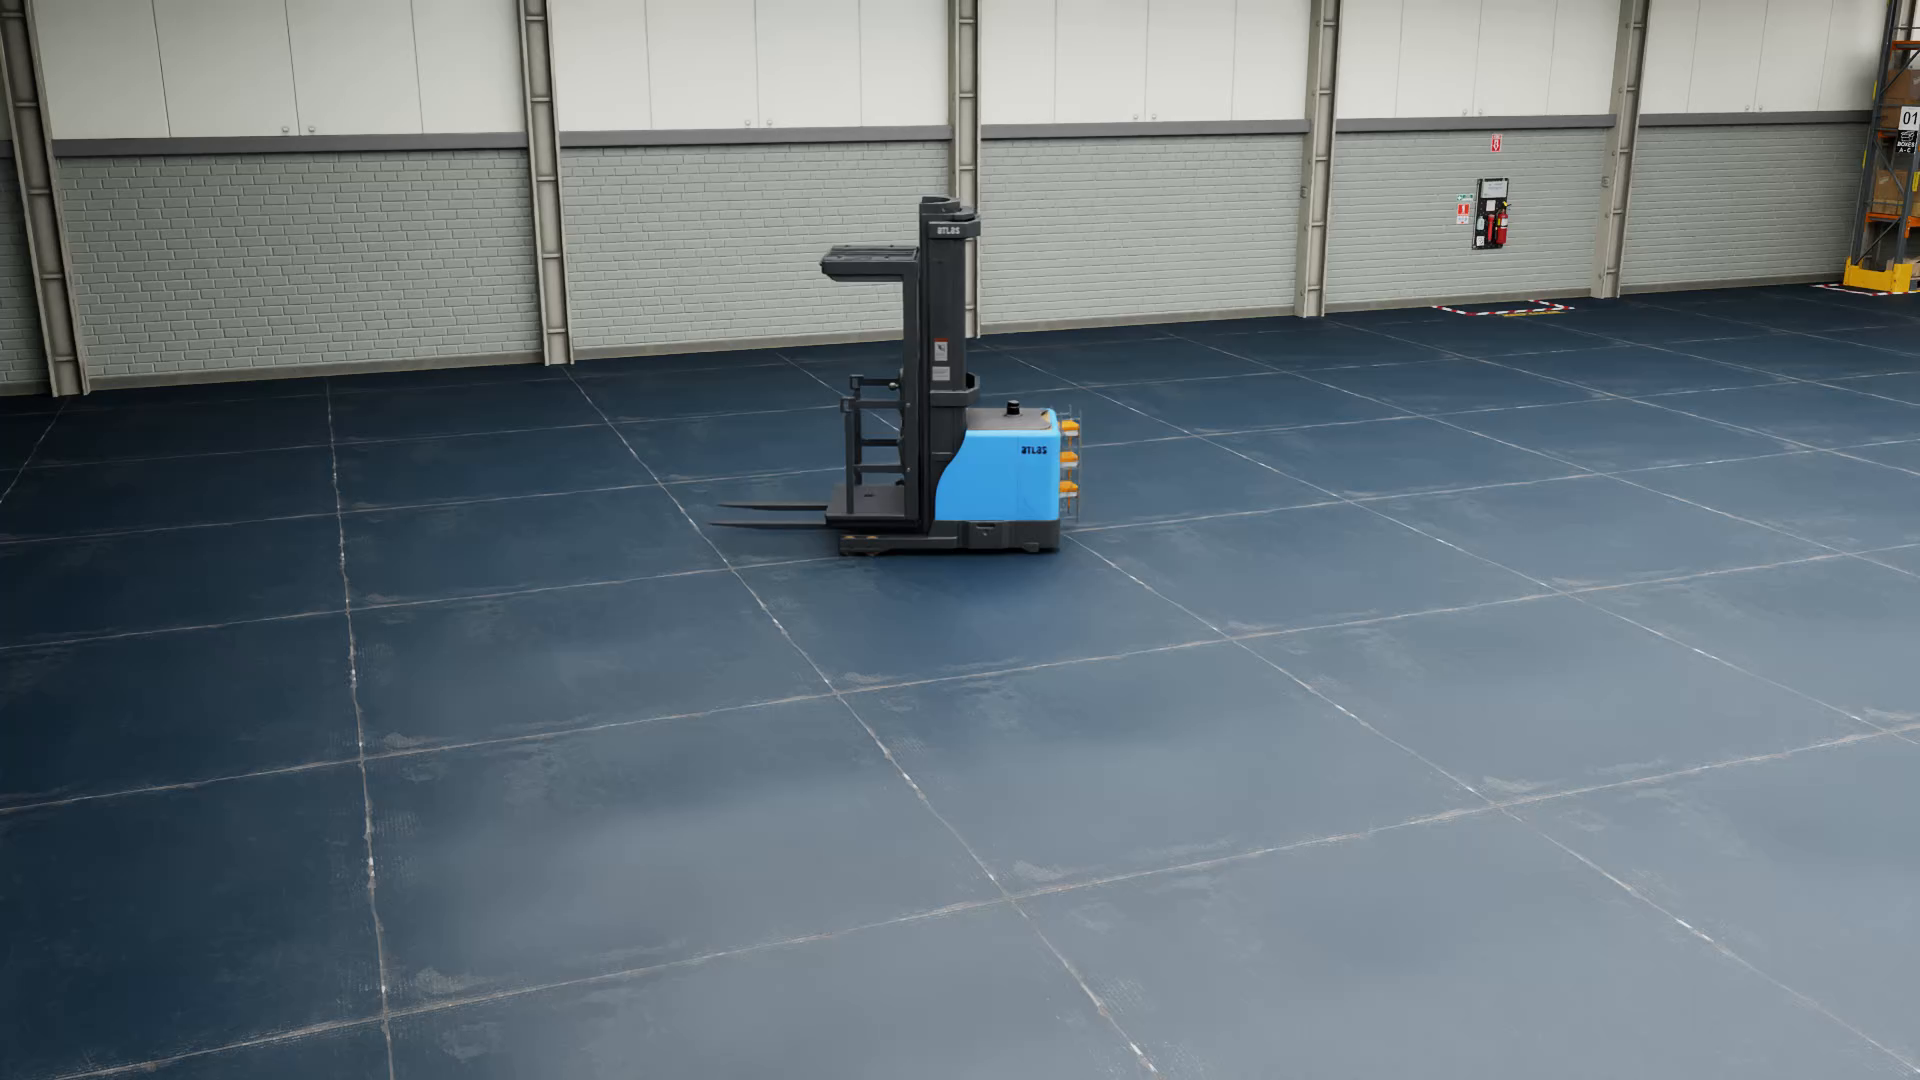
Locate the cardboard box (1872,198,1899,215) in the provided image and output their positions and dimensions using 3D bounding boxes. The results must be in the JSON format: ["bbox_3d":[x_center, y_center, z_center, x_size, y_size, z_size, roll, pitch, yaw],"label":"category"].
[{"bbox_3d":[16.897,-6.038,30.066,0.500,0.250,0.500,-6,17,-19],"label":"cardboard box"}]

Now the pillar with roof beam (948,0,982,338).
[{"bbox_3d":[1.606,-6.231,19.847,0.400,9.000,9.100,-6,17,-20],"label":"pillar with roof beam"}]

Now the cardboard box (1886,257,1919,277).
[{"bbox_3d":[17.208,-4.969,30.188,0.500,0.311,0.500,-8,18,-26],"label":"cardboard box"}]

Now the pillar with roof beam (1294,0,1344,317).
[{"bbox_3d":[7.209,-6.836,21.907,0.400,9.000,9.100,-6,17,-20],"label":"pillar with roof beam"}]

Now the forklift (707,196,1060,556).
[{"bbox_3d":[-0.657,-1.423,14.242,3.031,2.935,1.130,0,16,1],"label":"forklift"}]

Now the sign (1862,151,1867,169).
[{"bbox_3d":[16.350,-6.857,30.010,0.005,0.325,0.100,-6,17,-20],"label":"sign"}]

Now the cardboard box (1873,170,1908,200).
[{"bbox_3d":[16.894,-6.403,29.979,0.500,0.500,0.500,-6,18,-21],"label":"cardboard box"}]

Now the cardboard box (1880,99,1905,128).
[{"bbox_3d":[16.829,-7.608,29.644,0.500,0.500,0.500,-5,17,-16],"label":"cardboard box"}]

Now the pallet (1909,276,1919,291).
[{"bbox_3d":[17.372,-4.744,30.380,1.213,0.211,1.003,-6,17,-20],"label":"pallet"}]

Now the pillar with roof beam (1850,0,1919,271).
[{"bbox_3d":[18.415,-8.046,26.027,0.400,9.000,9.100,-6,17,-20],"label":"pillar with roof beam"}]

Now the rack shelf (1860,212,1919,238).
[{"bbox_3d":[18.398,-5.859,30.502,4.000,0.370,1.077,-6,17,-20],"label":"rack shelf"}]

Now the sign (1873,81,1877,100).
[{"bbox_3d":[16.350,-8.014,29.671,0.005,0.325,0.100,-6,17,-20],"label":"sign"}]

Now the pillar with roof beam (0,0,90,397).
[{"bbox_3d":[-9.599,-5.021,15.727,0.400,9.000,9.100,-6,17,-20],"label":"pillar with roof beam"}]

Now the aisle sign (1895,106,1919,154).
[{"bbox_3d":[16.570,-7.163,29.054,0.004,0.787,0.394,-6,17,-20],"label":"aisle sign"}]

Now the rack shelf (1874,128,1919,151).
[{"bbox_3d":[18.398,-7.298,30.079,4.000,0.370,1.077,-6,17,-20],"label":"rack shelf"}]

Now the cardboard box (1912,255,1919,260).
[{"bbox_3d":[17.741,-5.027,30.383,0.500,0.311,0.500,-5,17,-15],"label":"cardboard box"}]

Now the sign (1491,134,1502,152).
[{"bbox_3d":[8.907,-6.594,27.615,0.199,0.298,0.001,-6,17,-20],"label":"sign"}]

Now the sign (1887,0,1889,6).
[{"bbox_3d":[16.350,-9.553,29.219,0.005,0.325,0.100,-6,17,-20],"label":"sign"}]

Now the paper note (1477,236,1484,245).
[{"bbox_3d":[8.760,-5.034,27.980,0.142,0.148,0.016,-6,17,-20],"label":"paper note"}]

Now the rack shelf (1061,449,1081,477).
[{"bbox_3d":[0.946,-0.661,15.023,0.215,0.259,0.240,-5,17,-17],"label":"rack shelf"}]

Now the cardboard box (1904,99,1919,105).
[{"bbox_3d":[16.932,-7.467,29.165,0.500,0.500,0.500,-6,17,-19],"label":"cardboard box"}]

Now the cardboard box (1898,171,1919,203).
[{"bbox_3d":[17.083,-6.269,29.521,0.500,0.500,0.500,-6,17,-20],"label":"cardboard box"}]

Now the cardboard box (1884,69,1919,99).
[{"bbox_3d":[16.839,-8.091,29.516,0.500,0.500,0.500,-5,17,-18],"label":"cardboard box"}]

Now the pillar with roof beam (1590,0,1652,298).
[{"bbox_3d":[12.812,-7.441,23.967,0.400,9.000,9.100,-6,17,-20],"label":"pillar with roof beam"}]

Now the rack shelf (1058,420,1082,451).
[{"bbox_3d":[0.946,-0.933,14.943,0.215,0.259,0.240,-5,17,-17],"label":"rack shelf"}]

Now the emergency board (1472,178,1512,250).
[{"bbox_3d":[8.950,-5.456,27.855,0.643,1.169,0.194,-6,17,-20],"label":"emergency board"}]

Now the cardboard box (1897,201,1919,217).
[{"bbox_3d":[17.099,-5.905,29.615,0.500,0.250,0.500,-7,18,-22],"label":"cardboard box"}]

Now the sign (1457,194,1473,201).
[{"bbox_3d":[8.404,-5.697,27.671,0.331,0.109,0.001,-6,17,-20],"label":"sign"}]

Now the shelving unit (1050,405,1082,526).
[{"bbox_3d":[0.946,-0.671,15.020,0.215,1.050,0.252,-5,17,-17],"label":"shelving unit"}]

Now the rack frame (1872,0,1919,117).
[{"bbox_3d":[16.530,-8.881,28.868,0.127,3.000,1.000,-6,17,-20],"label":"rack frame"}]

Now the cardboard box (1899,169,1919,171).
[{"bbox_3d":[17.368,-6.451,30.143,0.500,0.500,0.500,-6,17,-19],"label":"cardboard box"}]

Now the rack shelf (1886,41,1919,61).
[{"bbox_3d":[18.398,-8.735,29.657,4.000,0.370,1.077,-6,17,-20],"label":"rack shelf"}]

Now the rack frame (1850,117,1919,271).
[{"bbox_3d":[16.530,-6.002,29.714,0.127,3.000,1.000,-6,17,-20],"label":"rack frame"}]

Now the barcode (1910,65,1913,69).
[{"bbox_3d":[17.014,-8.460,29.743,0.075,0.075,0.001,-6,17,-20],"label":"barcode"}]

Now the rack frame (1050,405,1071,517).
[{"bbox_3d":[0.909,-0.704,15.132,0.200,1.050,0.008,-5,17,-17],"label":"rack frame"}]

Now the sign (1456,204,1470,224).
[{"bbox_3d":[8.397,-5.445,27.752,0.234,0.329,0.001,-6,17,-20],"label":"sign"}]

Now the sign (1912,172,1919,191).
[{"bbox_3d":[16.724,-6.275,29.106,0.005,0.325,0.100,-6,17,-20],"label":"sign"}]

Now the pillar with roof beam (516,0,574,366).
[{"bbox_3d":[-3.996,-5.626,17.787,0.400,9.000,9.100,-6,17,-20],"label":"pillar with roof beam"}]

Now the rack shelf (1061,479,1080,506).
[{"bbox_3d":[0.946,-0.394,15.102,0.215,0.259,0.240,-5,17,-17],"label":"rack shelf"}]

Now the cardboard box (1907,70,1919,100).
[{"bbox_3d":[16.977,-7.954,29.048,0.500,0.500,0.500,-8,18,-24],"label":"cardboard box"}]

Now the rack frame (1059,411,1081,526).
[{"bbox_3d":[0.983,-0.638,14.909,0.200,1.050,0.008,-5,17,-17],"label":"rack frame"}]

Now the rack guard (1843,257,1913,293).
[{"bbox_3d":[16.601,-4.810,30.092,0.348,0.500,1.175,-6,17,-20],"label":"rack guard"}]
